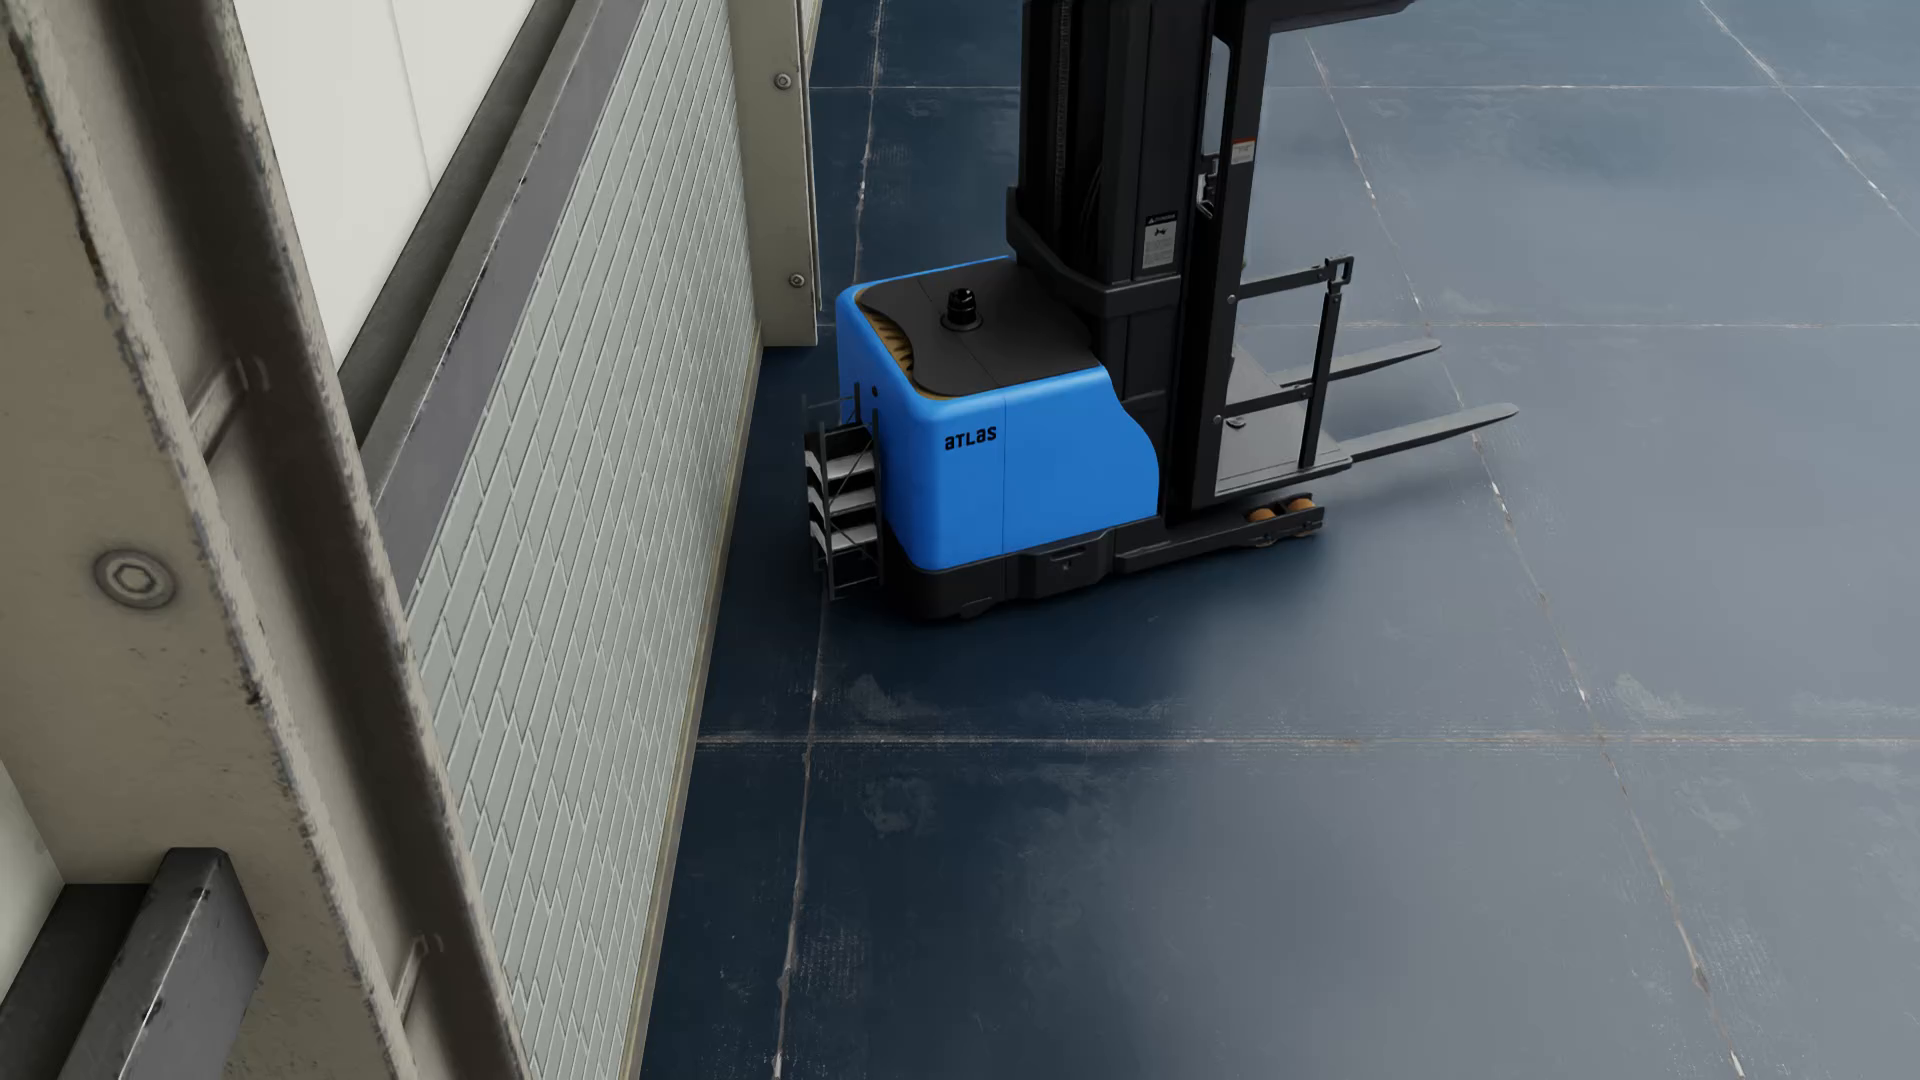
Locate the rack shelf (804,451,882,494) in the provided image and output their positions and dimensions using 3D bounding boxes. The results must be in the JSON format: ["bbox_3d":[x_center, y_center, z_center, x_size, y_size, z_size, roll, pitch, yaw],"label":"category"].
[{"bbox_3d":[-0.471,-0.300,6.670,0.258,0.077,0.200,-15,41,-18],"label":"rack shelf"}]

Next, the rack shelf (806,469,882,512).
[{"bbox_3d":[-0.471,-0.230,6.727,0.258,0.077,0.200,-15,41,-18],"label":"rack shelf"}]

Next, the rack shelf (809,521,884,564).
[{"bbox_3d":[-0.471,-0.019,6.895,0.258,0.077,0.200,-15,41,-18],"label":"rack shelf"}]

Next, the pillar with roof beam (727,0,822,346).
[{"bbox_3d":[3.419,-4.628,5.830,9.100,9.000,0.400,0,39,0],"label":"pillar with roof beam"}]

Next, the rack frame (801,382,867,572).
[{"bbox_3d":[-0.511,-0.244,6.835,0.240,0.900,0.006,-15,41,-18],"label":"rack frame"}]

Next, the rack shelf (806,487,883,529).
[{"bbox_3d":[-0.471,-0.160,6.783,0.258,0.077,0.200,-15,41,-18],"label":"rack shelf"}]

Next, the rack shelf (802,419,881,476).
[{"bbox_3d":[-0.471,-0.370,6.614,0.258,0.077,0.200,-15,41,-18],"label":"rack shelf"}]

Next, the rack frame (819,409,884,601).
[{"bbox_3d":[-0.431,-0.127,6.689,0.240,0.900,0.006,-15,41,-18],"label":"rack frame"}]

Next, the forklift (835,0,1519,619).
[{"bbox_3d":[1.043,-1.406,6.660,3.031,2.935,1.130,-14,41,-17],"label":"forklift"}]

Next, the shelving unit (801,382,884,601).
[{"bbox_3d":[-0.471,-0.186,6.762,0.258,0.900,0.210,-15,41,-18],"label":"shelving unit"}]

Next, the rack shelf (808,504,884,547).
[{"bbox_3d":[-0.471,-0.089,6.839,0.258,0.077,0.200,-15,41,-18],"label":"rack shelf"}]
